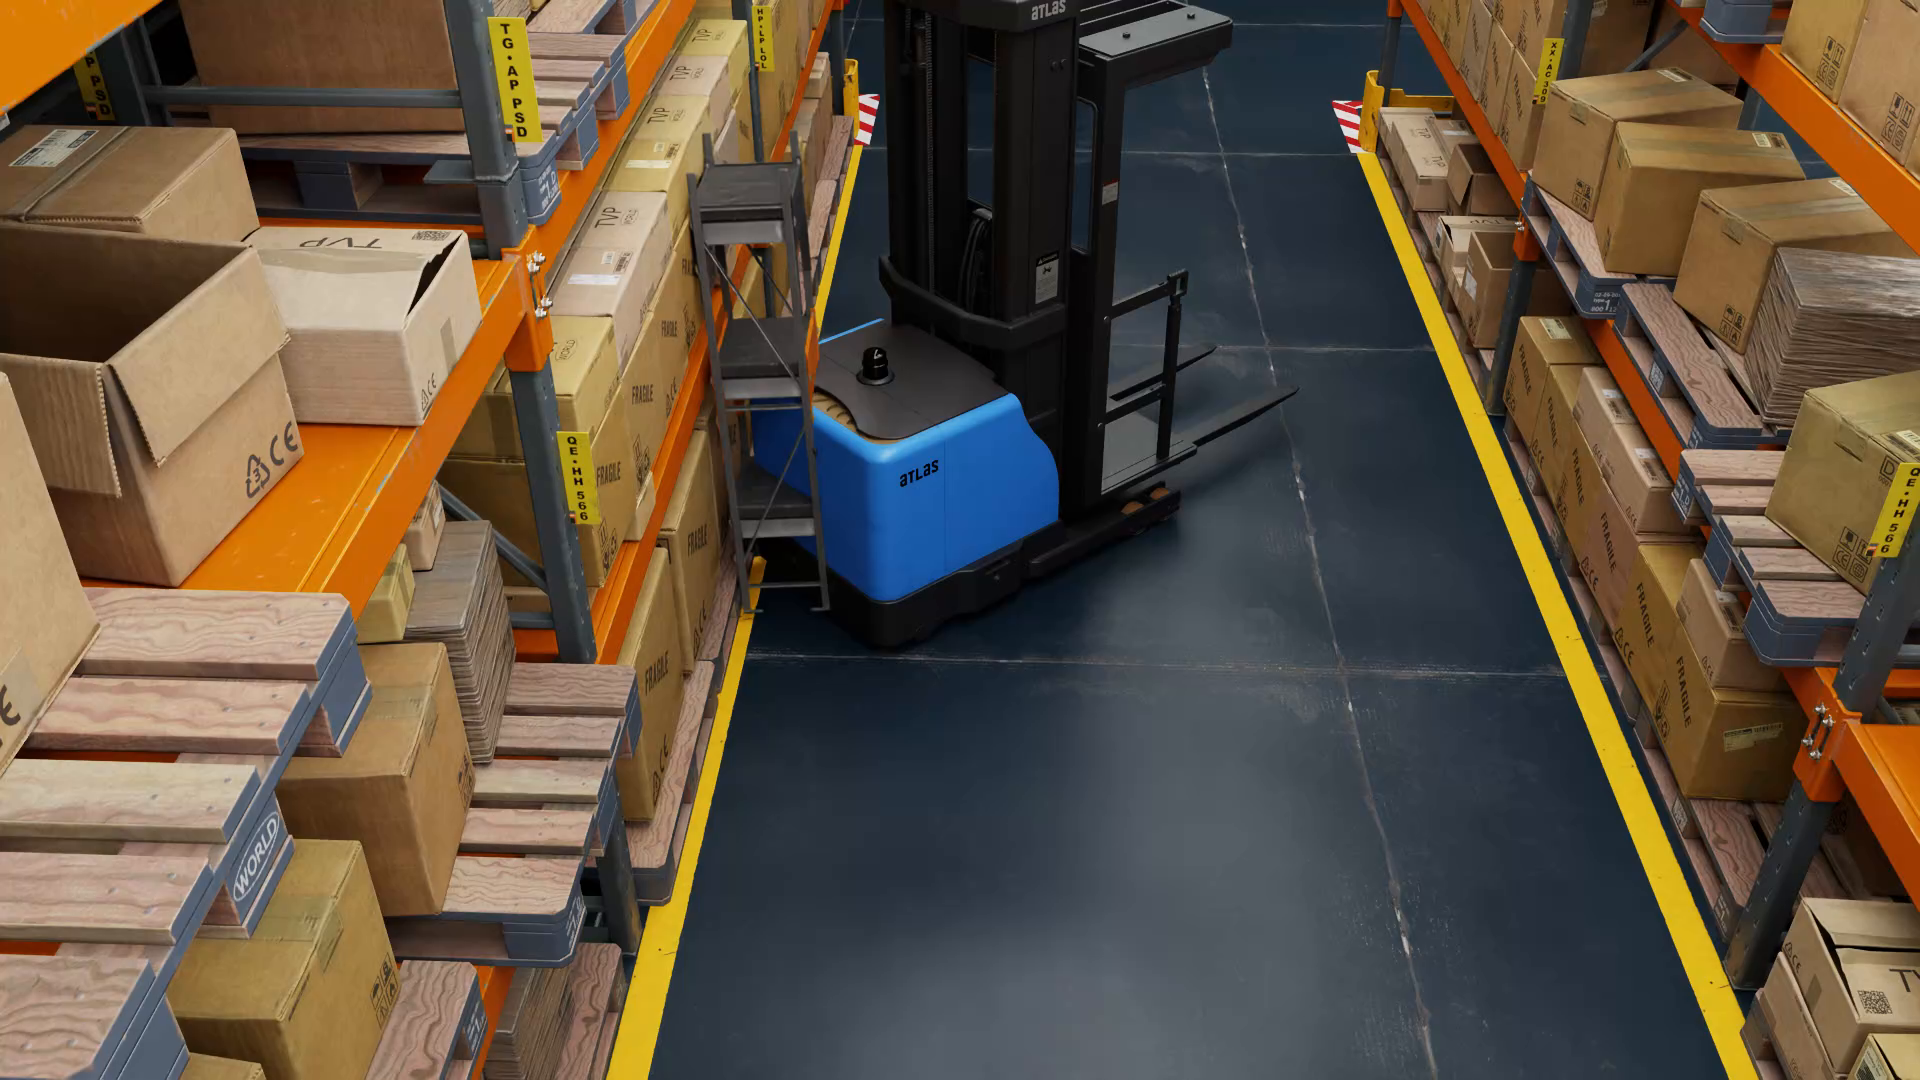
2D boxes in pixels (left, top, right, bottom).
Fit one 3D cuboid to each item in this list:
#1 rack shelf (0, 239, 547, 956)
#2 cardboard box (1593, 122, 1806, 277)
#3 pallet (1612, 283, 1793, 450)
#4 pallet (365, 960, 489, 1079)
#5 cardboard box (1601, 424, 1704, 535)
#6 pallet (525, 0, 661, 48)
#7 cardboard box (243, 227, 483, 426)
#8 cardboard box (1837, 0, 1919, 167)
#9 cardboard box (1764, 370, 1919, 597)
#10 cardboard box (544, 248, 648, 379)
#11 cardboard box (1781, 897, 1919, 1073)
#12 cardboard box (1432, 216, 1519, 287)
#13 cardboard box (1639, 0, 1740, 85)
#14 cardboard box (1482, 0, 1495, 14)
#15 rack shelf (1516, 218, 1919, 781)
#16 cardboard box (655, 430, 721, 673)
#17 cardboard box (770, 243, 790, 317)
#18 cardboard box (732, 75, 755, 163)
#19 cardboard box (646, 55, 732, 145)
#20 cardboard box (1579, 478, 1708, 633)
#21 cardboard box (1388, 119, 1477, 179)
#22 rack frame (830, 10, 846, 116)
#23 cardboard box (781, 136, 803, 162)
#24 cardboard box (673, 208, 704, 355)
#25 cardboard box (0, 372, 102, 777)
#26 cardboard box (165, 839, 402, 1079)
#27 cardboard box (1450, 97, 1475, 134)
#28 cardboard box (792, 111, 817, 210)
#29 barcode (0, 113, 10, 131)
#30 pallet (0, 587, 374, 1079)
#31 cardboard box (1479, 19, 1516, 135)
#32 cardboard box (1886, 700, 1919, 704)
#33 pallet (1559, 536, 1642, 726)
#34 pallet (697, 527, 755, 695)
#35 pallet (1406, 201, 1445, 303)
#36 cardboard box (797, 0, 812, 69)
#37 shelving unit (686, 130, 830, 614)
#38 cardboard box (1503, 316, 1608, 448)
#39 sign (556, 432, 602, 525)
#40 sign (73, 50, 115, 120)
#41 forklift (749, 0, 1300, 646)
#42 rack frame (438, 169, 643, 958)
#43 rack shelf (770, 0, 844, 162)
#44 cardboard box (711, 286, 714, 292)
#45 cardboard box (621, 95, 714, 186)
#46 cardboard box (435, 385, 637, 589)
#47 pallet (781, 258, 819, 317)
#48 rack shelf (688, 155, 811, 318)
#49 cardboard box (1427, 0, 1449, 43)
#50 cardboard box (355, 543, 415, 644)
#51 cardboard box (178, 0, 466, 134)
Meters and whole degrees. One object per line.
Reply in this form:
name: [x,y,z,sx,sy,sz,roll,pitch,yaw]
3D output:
rack shelf: [-1.762,0.468,2.992,1.077,0.370,4.000,1,35,2]
cardboard box: [3.222,-1.483,7.299,0.700,0.500,0.500,7,36,9]
pallet: [3.342,-0.675,6.768,1.003,0.211,1.213,1,35,2]
pallet: [-1.720,1.469,3.718,1.003,0.211,1.213,1,35,2]
cardboard box: [3.106,-0.263,7.155,0.500,0.250,0.500,1,35,1]
pallet: [-1.667,-1.912,5.917,1.003,0.211,1.213,3,35,4]
cardboard box: [-1.440,-0.527,3.843,0.500,0.311,0.500,1,35,2]
cardboard box: [3.273,-1.448,5.006,0.910,0.500,0.500,1,35,2]
cardboard box: [3.181,-0.213,5.492,0.700,0.500,0.500,-10,36,-14]
cardboard box: [-1.385,-0.789,5.749,0.500,0.250,0.500,1,35,1]
cardboard box: [2.954,1.382,5.213,0.500,0.311,0.500,2,35,3]
cardboard box: [3.199,-1.779,10.128,0.500,0.311,0.500,1,35,2]
cardboard box: [3.729,-2.648,8.453,0.500,0.500,0.500,2,35,3]
cardboard box: [3.229,-3.264,9.329,0.500,0.500,0.500,2,35,2]
rack shelf: [3.349,-0.490,6.965,1.077,0.370,4.000,1,35,2]
cardboard box: [-1.479,0.037,7.093,0.750,0.750,0.750,1,35,2]
cardboard box: [-1.388,-1.623,9.759,0.700,0.500,0.500,2,35,2]
cardboard box: [-1.287,-1.946,8.047,0.500,0.500,0.500,1,35,1]
cardboard box: [-1.314,-1.956,7.409,0.500,0.250,0.500,2,35,3]
cardboard box: [3.107,0.065,7.340,0.500,0.500,0.500,0,35,0]
cardboard box: [3.264,-2.694,11.483,0.500,0.250,0.500,1,35,2]
rack frame: [-1.360,-4.344,11.823,1.000,3.000,0.127,1,35,2]
cardboard box: [-1.171,-2.380,10.273,0.380,0.149,0.250,0,35,1]
cardboard box: [-1.342,-1.077,6.811,0.500,0.500,0.500,2,35,3]
cardboard box: [-1.691,0.089,2.453,0.500,0.500,0.500,0,35,0]
cardboard box: [-1.718,1.018,3.724,0.700,0.500,0.500,1,35,2]
cardboard box: [3.814,-3.071,11.803,0.500,0.500,0.500,1,35,2]
cardboard box: [-1.328,-2.512,11.025,0.700,0.500,0.500,0,35,0]
barcode: [-2.282,-1.008,3.945,0.001,0.075,0.075,1,35,2]
pallet: [-1.672,0.452,2.553,1.213,0.211,1.003,1,35,2]
cardboard box: [3.212,-2.564,9.203,0.500,0.500,0.500,2,35,3]
cardboard box: [3.588,0.651,6.506,0.500,0.500,0.500,0,35,0]
pallet: [3.388,0.378,7.529,1.003,0.211,1.213,1,35,2]
pallet: [-1.523,0.243,7.721,1.003,0.211,1.213,1,35,2]
pallet: [3.504,-1.890,10.756,1.003,0.211,1.213,1,35,2]
cardboard box: [-1.428,-3.318,10.101,0.980,0.700,0.700,0,35,0]
shelving unit: [-0.839,-0.692,7.320,0.431,2.100,0.503,-2,32,1]
cardboard box: [3.166,-0.819,8.598,0.500,0.500,0.500,0,35,0]
sign: [-1.139,-0.182,4.962,0.100,0.325,0.005,1,35,2]
sign: [-2.236,-1.237,4.274,0.100,0.325,0.005,1,35,2]
forklift: [0.478,-1.432,7.738,3.031,2.935,1.130,-26,43,-32]
rack frame: [-1.681,0.252,5.283,1.000,3.000,0.127,1,35,2]
rack shelf: [-1.440,-2.901,10.395,1.077,0.370,4.000,1,35,2]
cardboard box: [-1.321,-1.165,7.501,0.380,0.149,0.250,1,35,2]
cardboard box: [-1.335,-1.663,6.992,0.500,0.250,0.500,2,35,3]
cardboard box: [-1.406,-0.192,5.551,0.500,0.500,0.500,2,35,3]
pallet: [-1.412,-1.340,9.974,1.003,0.211,1.213,1,35,2]
rack shelf: [-0.867,-1.274,6.958,0.431,0.518,0.480,-2,32,1]
cardboard box: [3.270,-3.439,10.448,0.500,0.500,0.500,1,35,2]
cardboard box: [-1.663,0.150,4.394,0.380,0.149,0.250,-4,35,-6]
cardboard box: [-1.720,-1.471,4.656,0.700,0.500,0.500,-1,35,-2]
